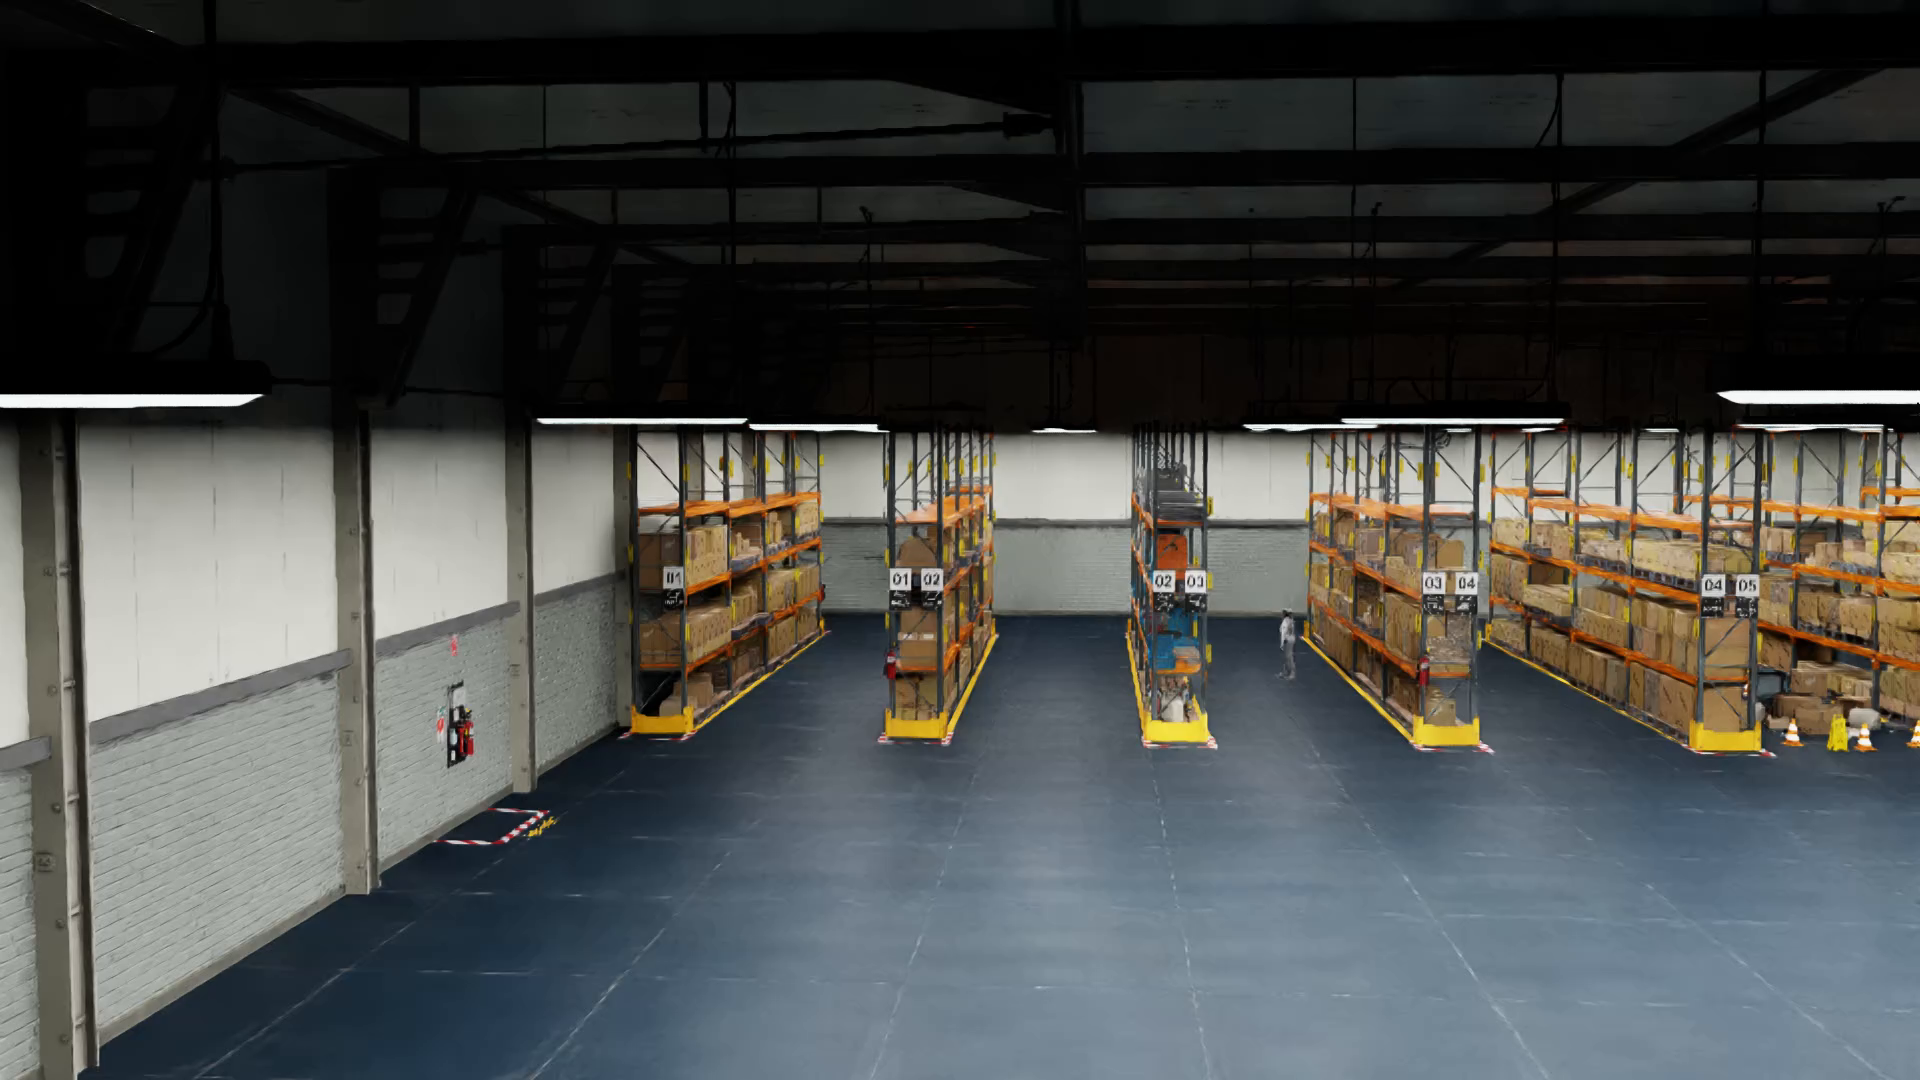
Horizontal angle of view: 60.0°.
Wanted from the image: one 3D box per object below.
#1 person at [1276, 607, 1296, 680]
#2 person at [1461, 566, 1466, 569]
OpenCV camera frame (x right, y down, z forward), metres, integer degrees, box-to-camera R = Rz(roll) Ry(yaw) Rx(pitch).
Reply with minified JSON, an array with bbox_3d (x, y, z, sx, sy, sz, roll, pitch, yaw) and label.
[{"bbox_3d":[7.654,2.408,38.999,0.555,1.664,0.585,2,4,30],"label":"person"},{"bbox_3d":[15.382,1.642,50.620,0.592,1.772,0.573,3,5,40],"label":"person"}]
